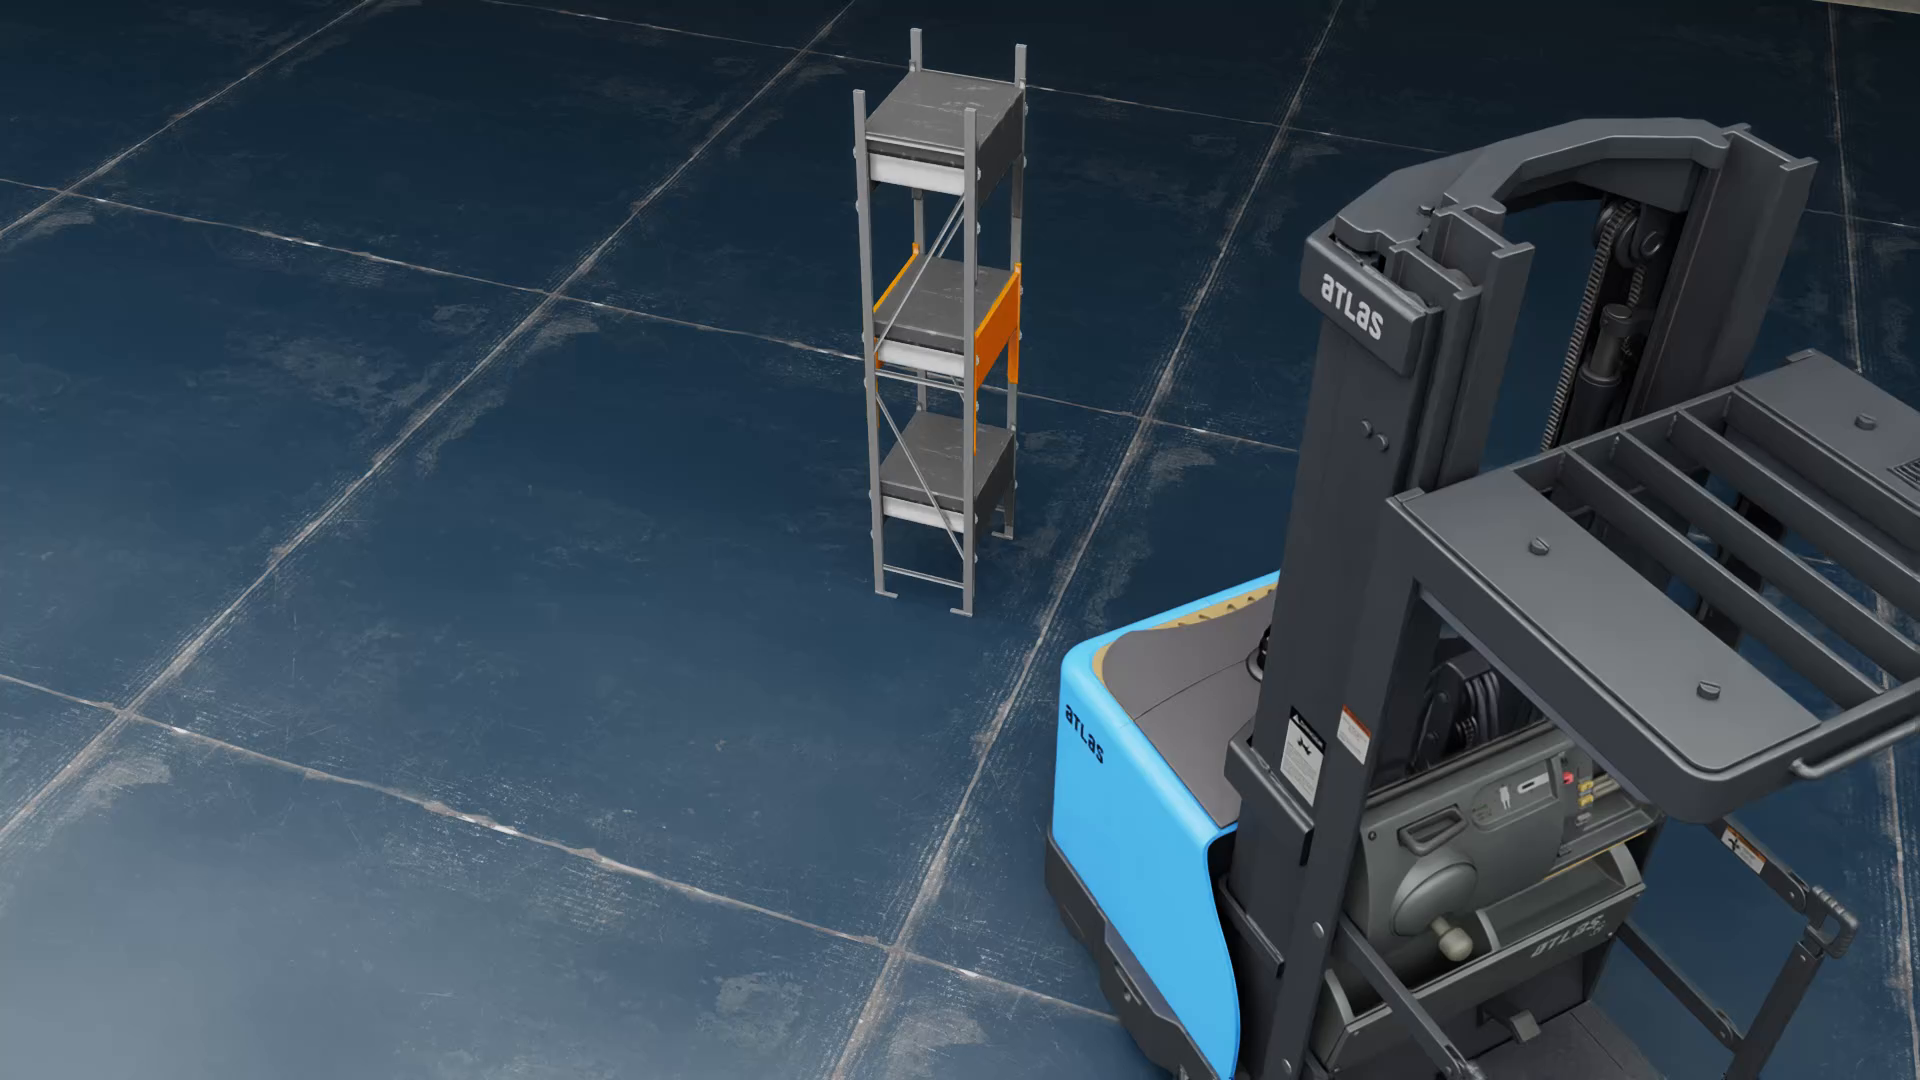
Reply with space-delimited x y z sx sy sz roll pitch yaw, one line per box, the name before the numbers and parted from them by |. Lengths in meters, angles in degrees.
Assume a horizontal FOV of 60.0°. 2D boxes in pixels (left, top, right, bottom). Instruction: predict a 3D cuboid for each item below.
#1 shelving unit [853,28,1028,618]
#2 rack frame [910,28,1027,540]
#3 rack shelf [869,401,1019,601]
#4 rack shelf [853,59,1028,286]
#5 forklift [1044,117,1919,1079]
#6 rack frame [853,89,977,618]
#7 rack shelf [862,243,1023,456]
shelving unit | -0.057 -0.698 5.950 0.431 2.100 0.503 13 42 15
rack frame | 0.027 -0.847 6.125 0.400 2.100 0.015 13 42 15
rack shelf | -0.057 -0.155 6.413 0.431 0.518 0.480 13 42 15
rack shelf | -0.057 -1.220 5.505 0.431 0.518 0.480 13 42 15
forklift | 1.389 0.724 3.643 1.130 2.935 3.031 -18 44 -20
rack frame | -0.140 -0.549 5.776 0.400 2.100 0.015 13 42 15
rack shelf | -0.057 -0.687 5.959 0.431 0.518 0.480 13 42 15
